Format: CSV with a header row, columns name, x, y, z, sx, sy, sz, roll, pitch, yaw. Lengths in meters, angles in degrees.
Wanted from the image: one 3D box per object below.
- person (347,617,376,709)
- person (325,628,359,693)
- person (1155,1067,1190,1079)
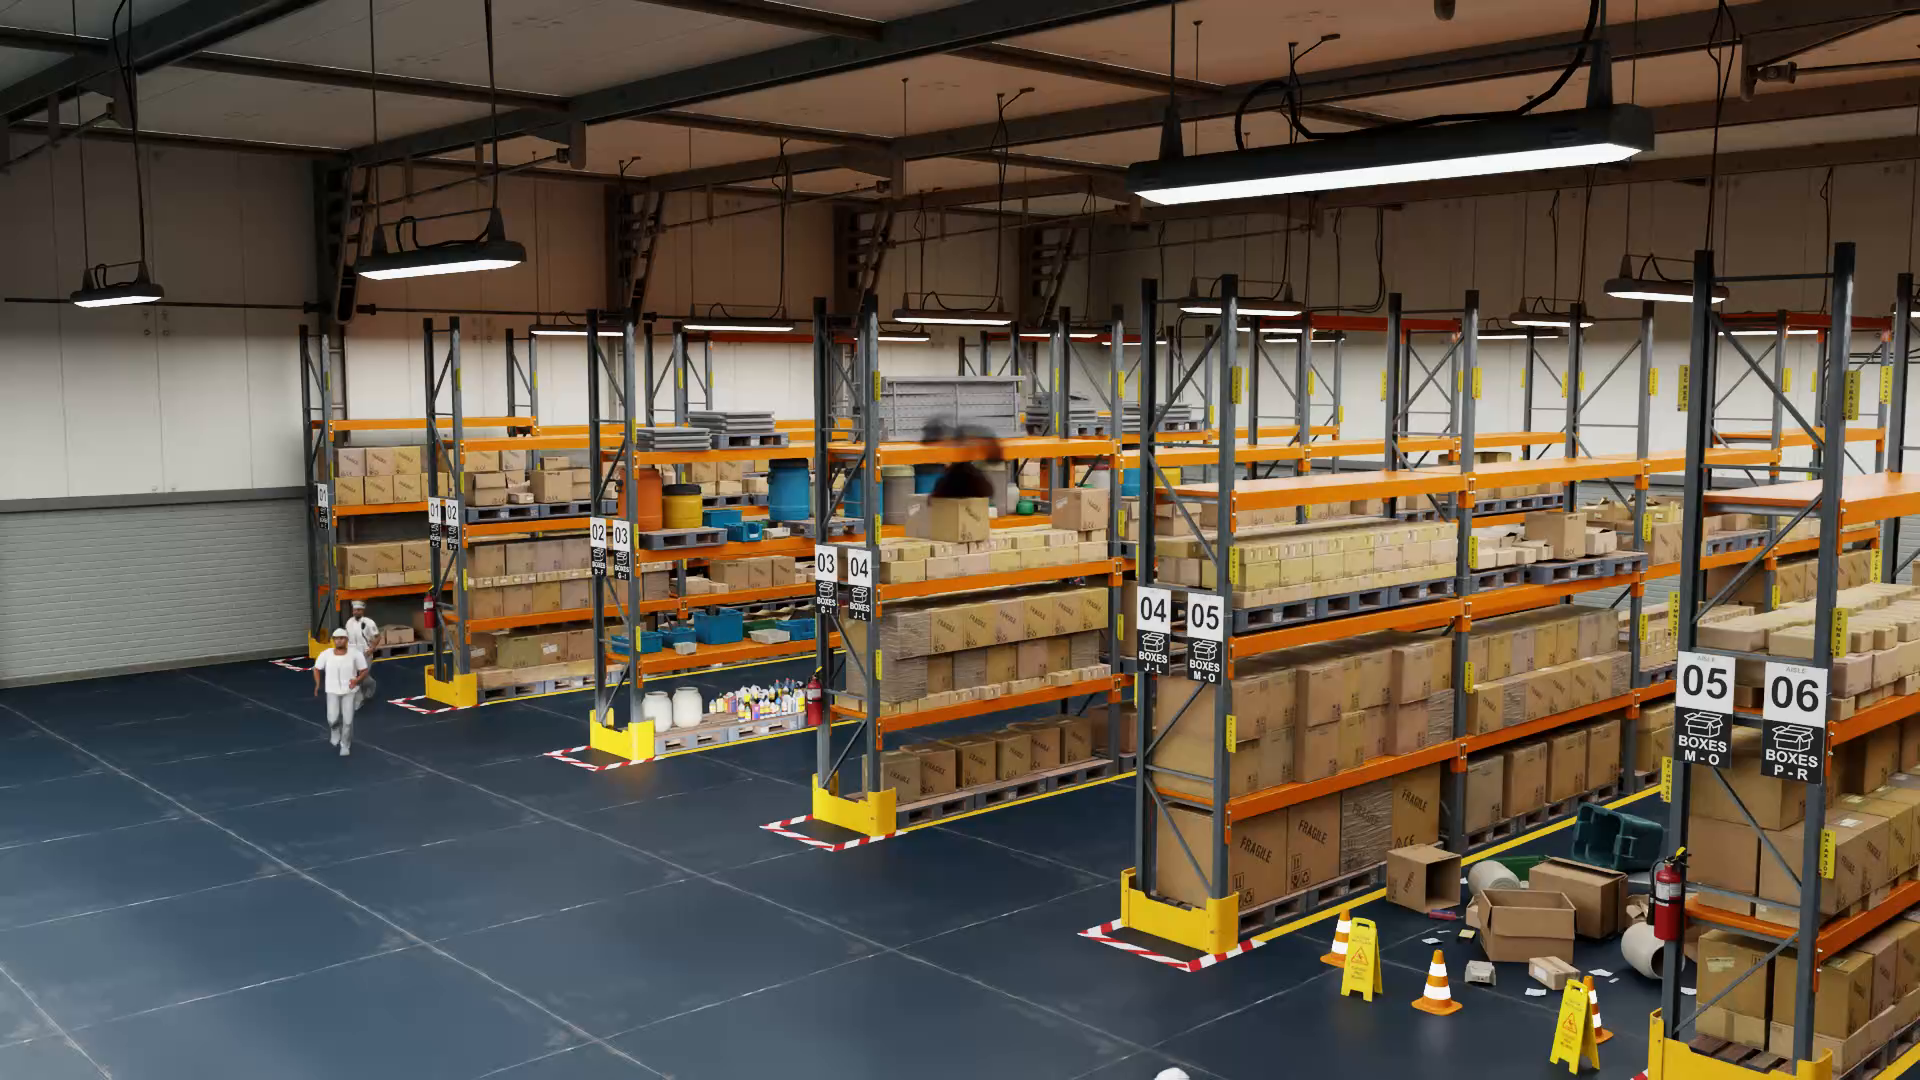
name,x,y,z,sx,sy,sz,roll,pitch,yaw
person,-9.259,1.878,25.730,0.409,1.393,0.639,0,6,-1
person,-8.348,1.633,22.421,0.435,0.889,0.331,-2,6,-16
person,1.047,3.455,8.256,0.462,1.816,0.965,1,6,9
